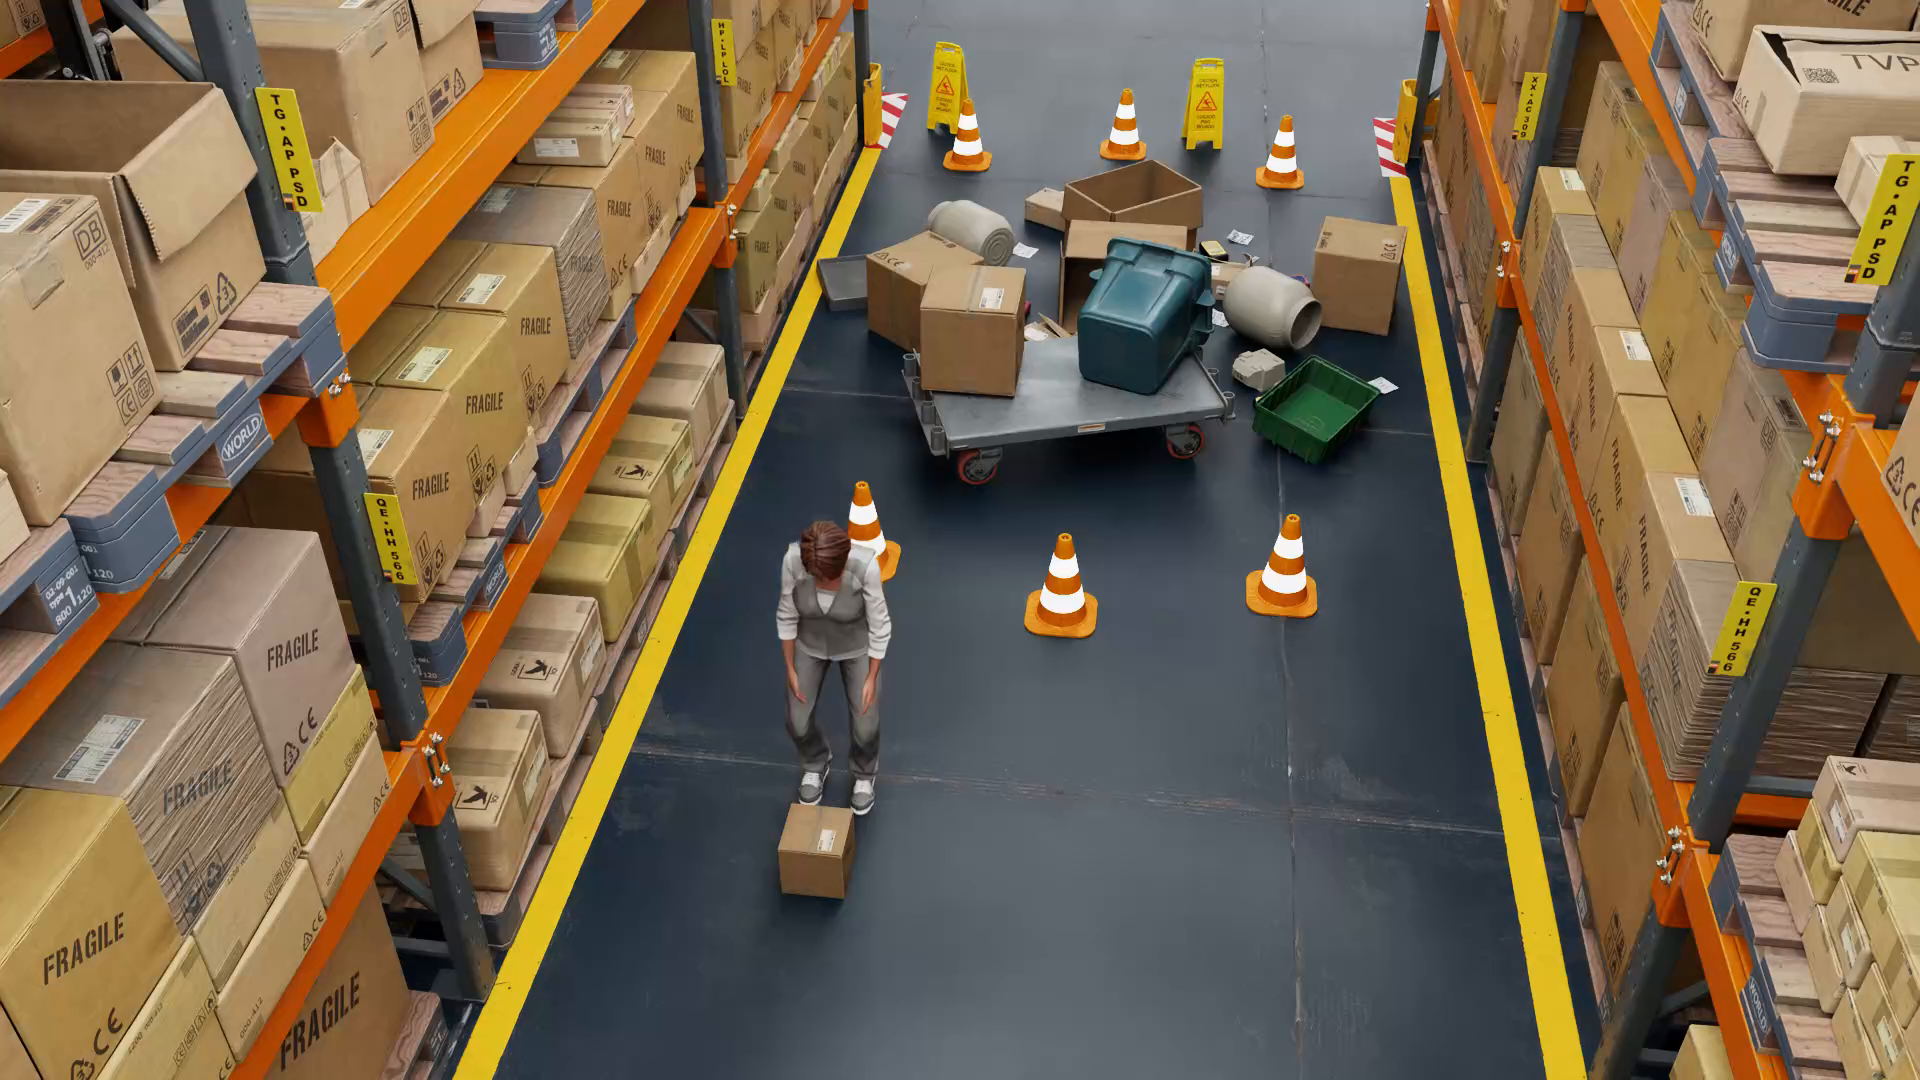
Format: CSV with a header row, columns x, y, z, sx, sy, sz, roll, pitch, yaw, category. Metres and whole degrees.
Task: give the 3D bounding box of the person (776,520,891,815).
x,y,z,sx,sy,sz,roll,pitch,yaw,category
-0.477,0.473,6.527,0.447,1.466,0.497,5,37,7,person
